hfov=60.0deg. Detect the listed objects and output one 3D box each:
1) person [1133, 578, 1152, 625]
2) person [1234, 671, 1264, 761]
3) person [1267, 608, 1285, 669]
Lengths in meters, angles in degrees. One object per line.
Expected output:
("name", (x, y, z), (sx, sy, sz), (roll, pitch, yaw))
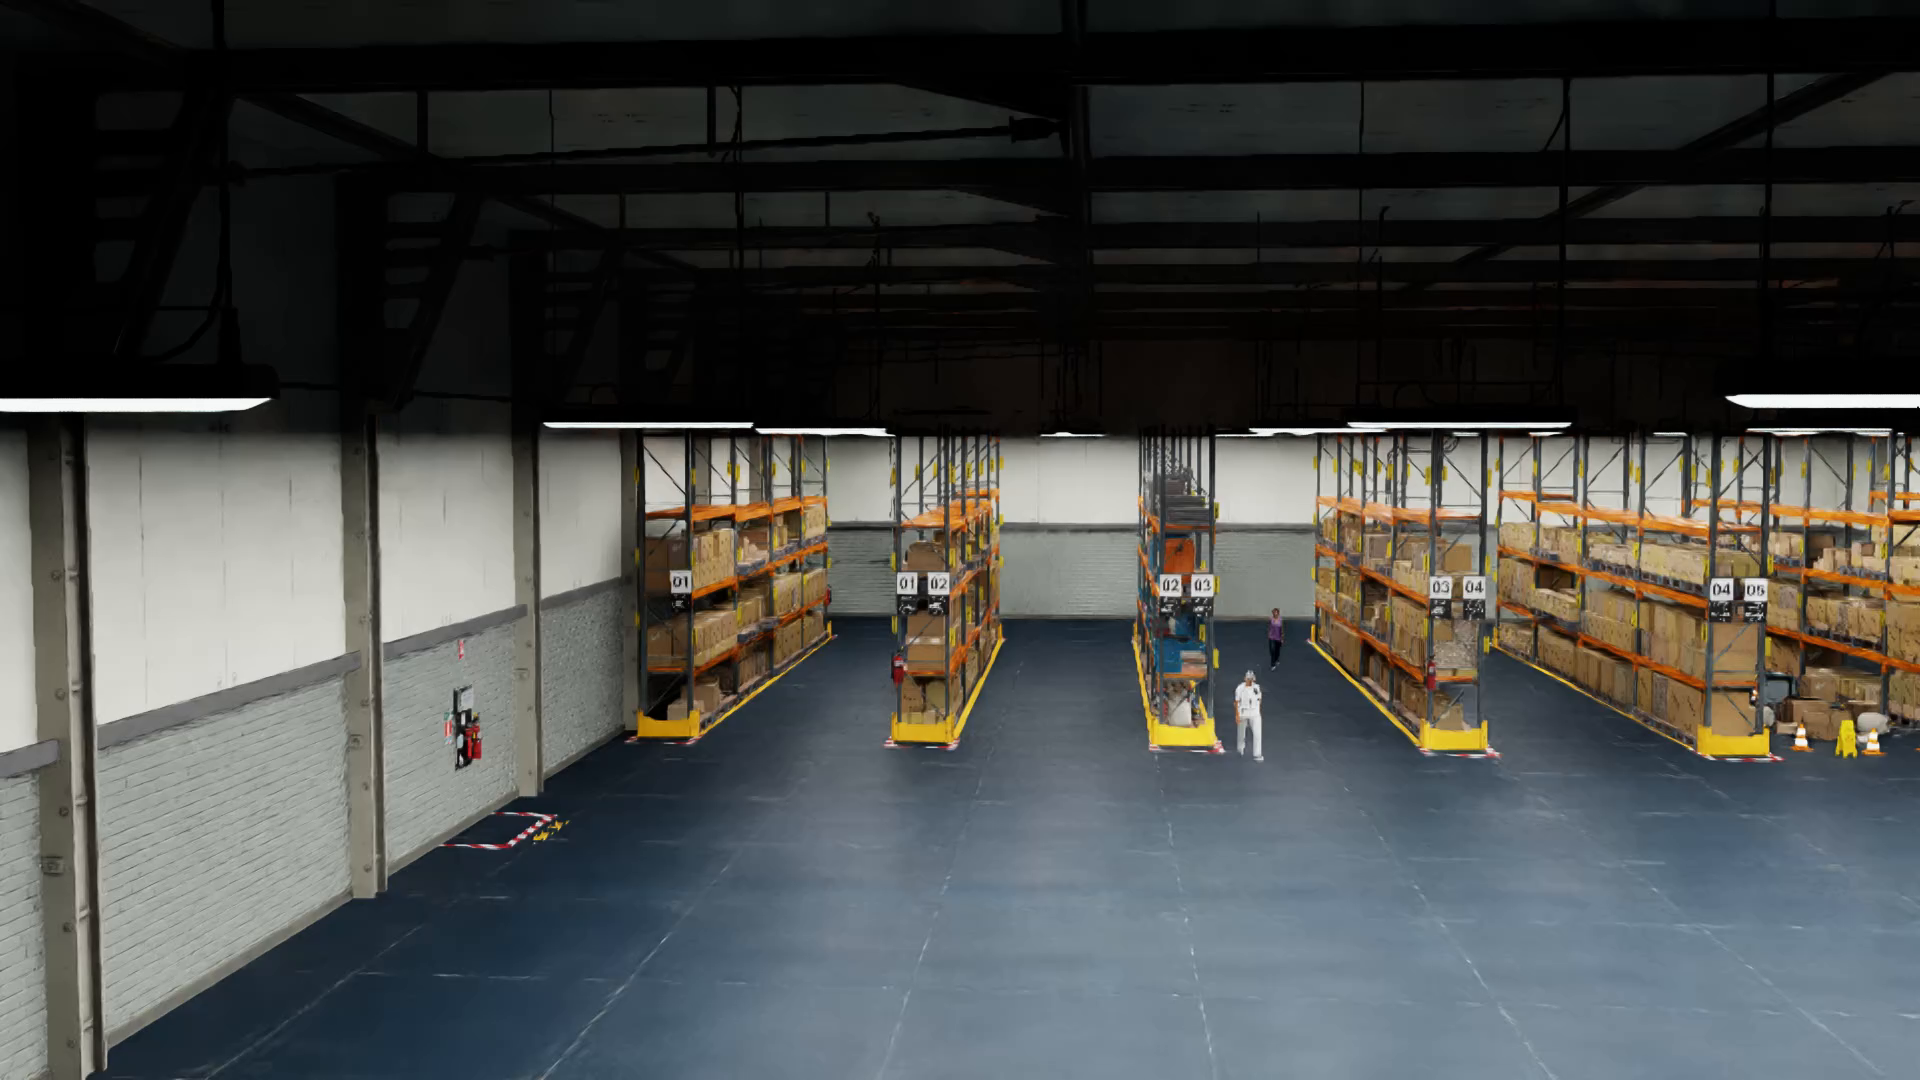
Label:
("person", (5.585, 1.819, 50.558), (0.654, 1.665, 0.482), (-3, 4, -37))
("person", (5.151, 3.108, 29.719), (0.496, 1.576, 1.090), (0, 3, 3))
("person", (7.878, 2.432, 41.433), (0.416, 1.525, 1.034), (0, 3, 3))
